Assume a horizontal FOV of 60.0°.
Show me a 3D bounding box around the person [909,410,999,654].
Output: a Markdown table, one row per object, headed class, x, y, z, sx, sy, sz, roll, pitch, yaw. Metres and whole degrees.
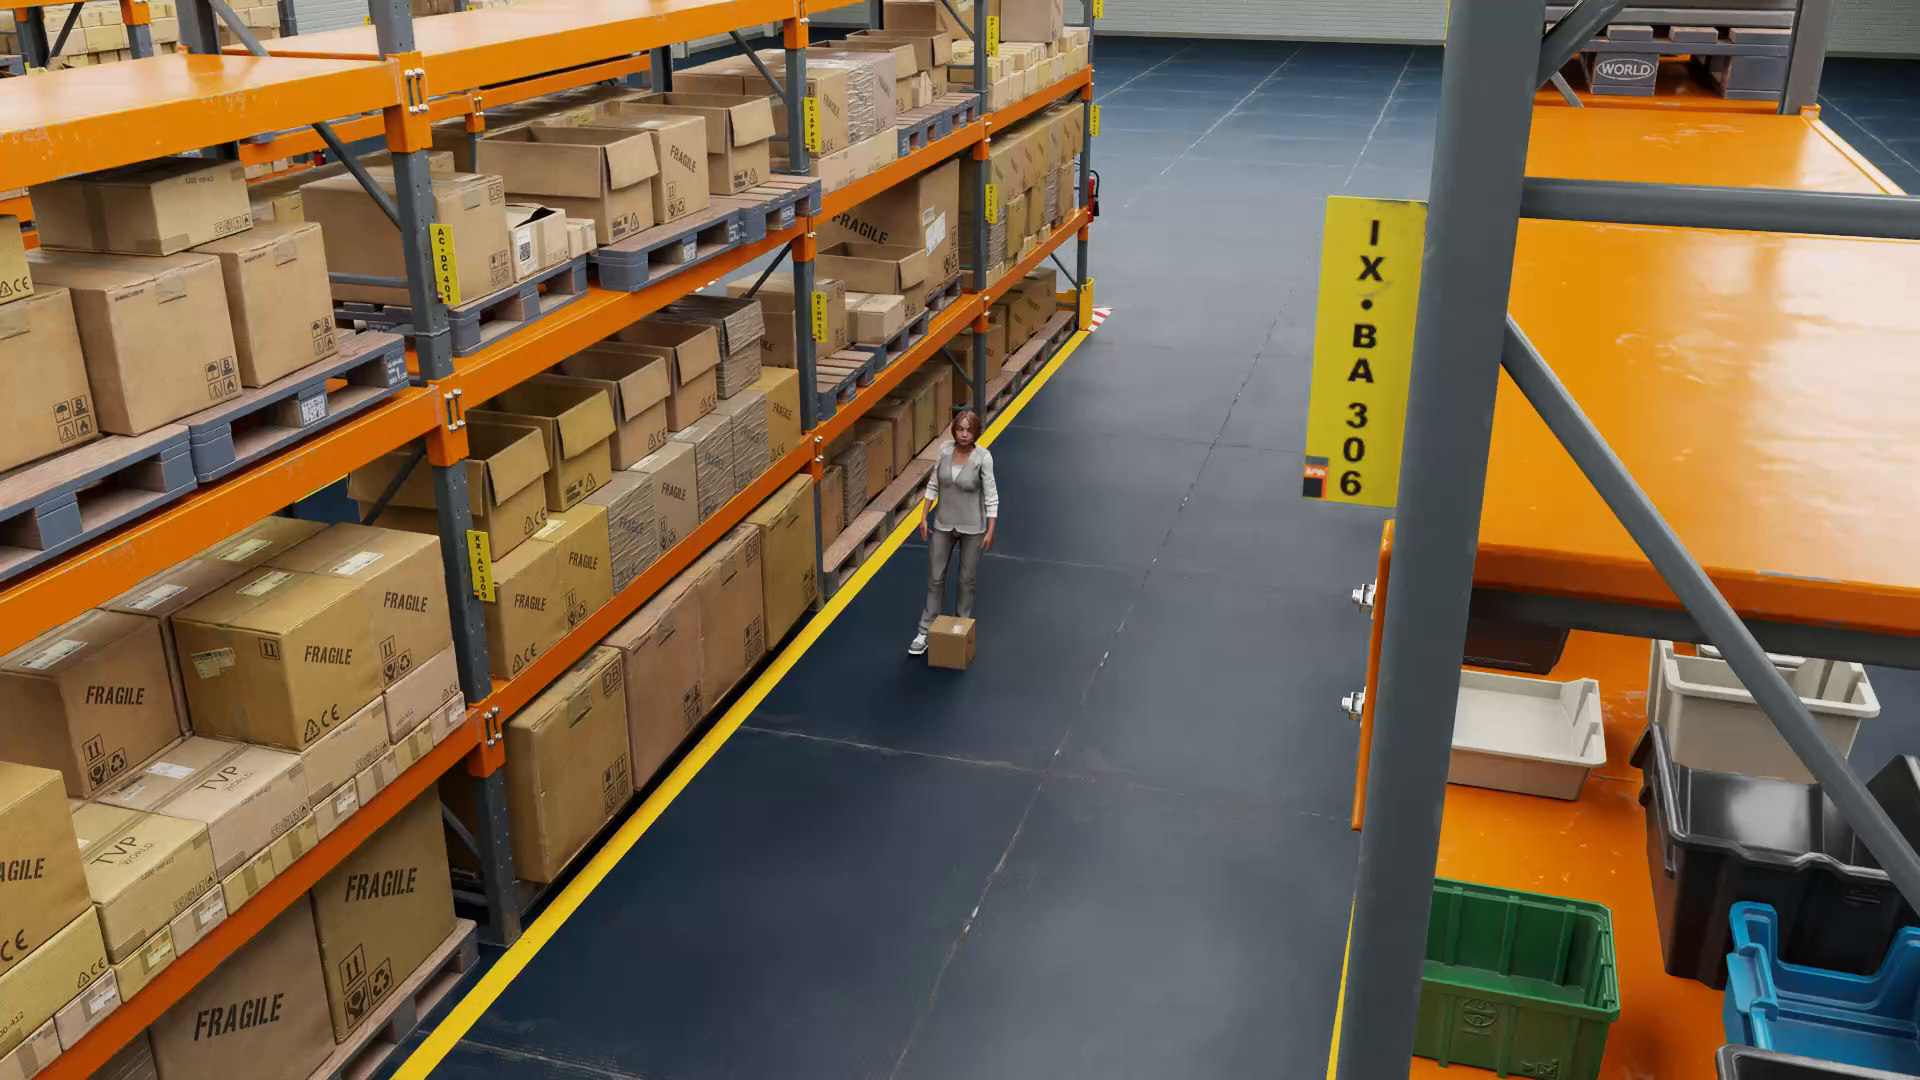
| class | x | y | z | sx | sy | sz | roll | pitch | yaw |
| --- | --- | --- | --- | --- | --- | --- | --- | --- | --- |
| person | -0.035 | -0.039 | 10.675 | 0.521 | 1.597 | 0.474 | 7 | 23 | 16 |
